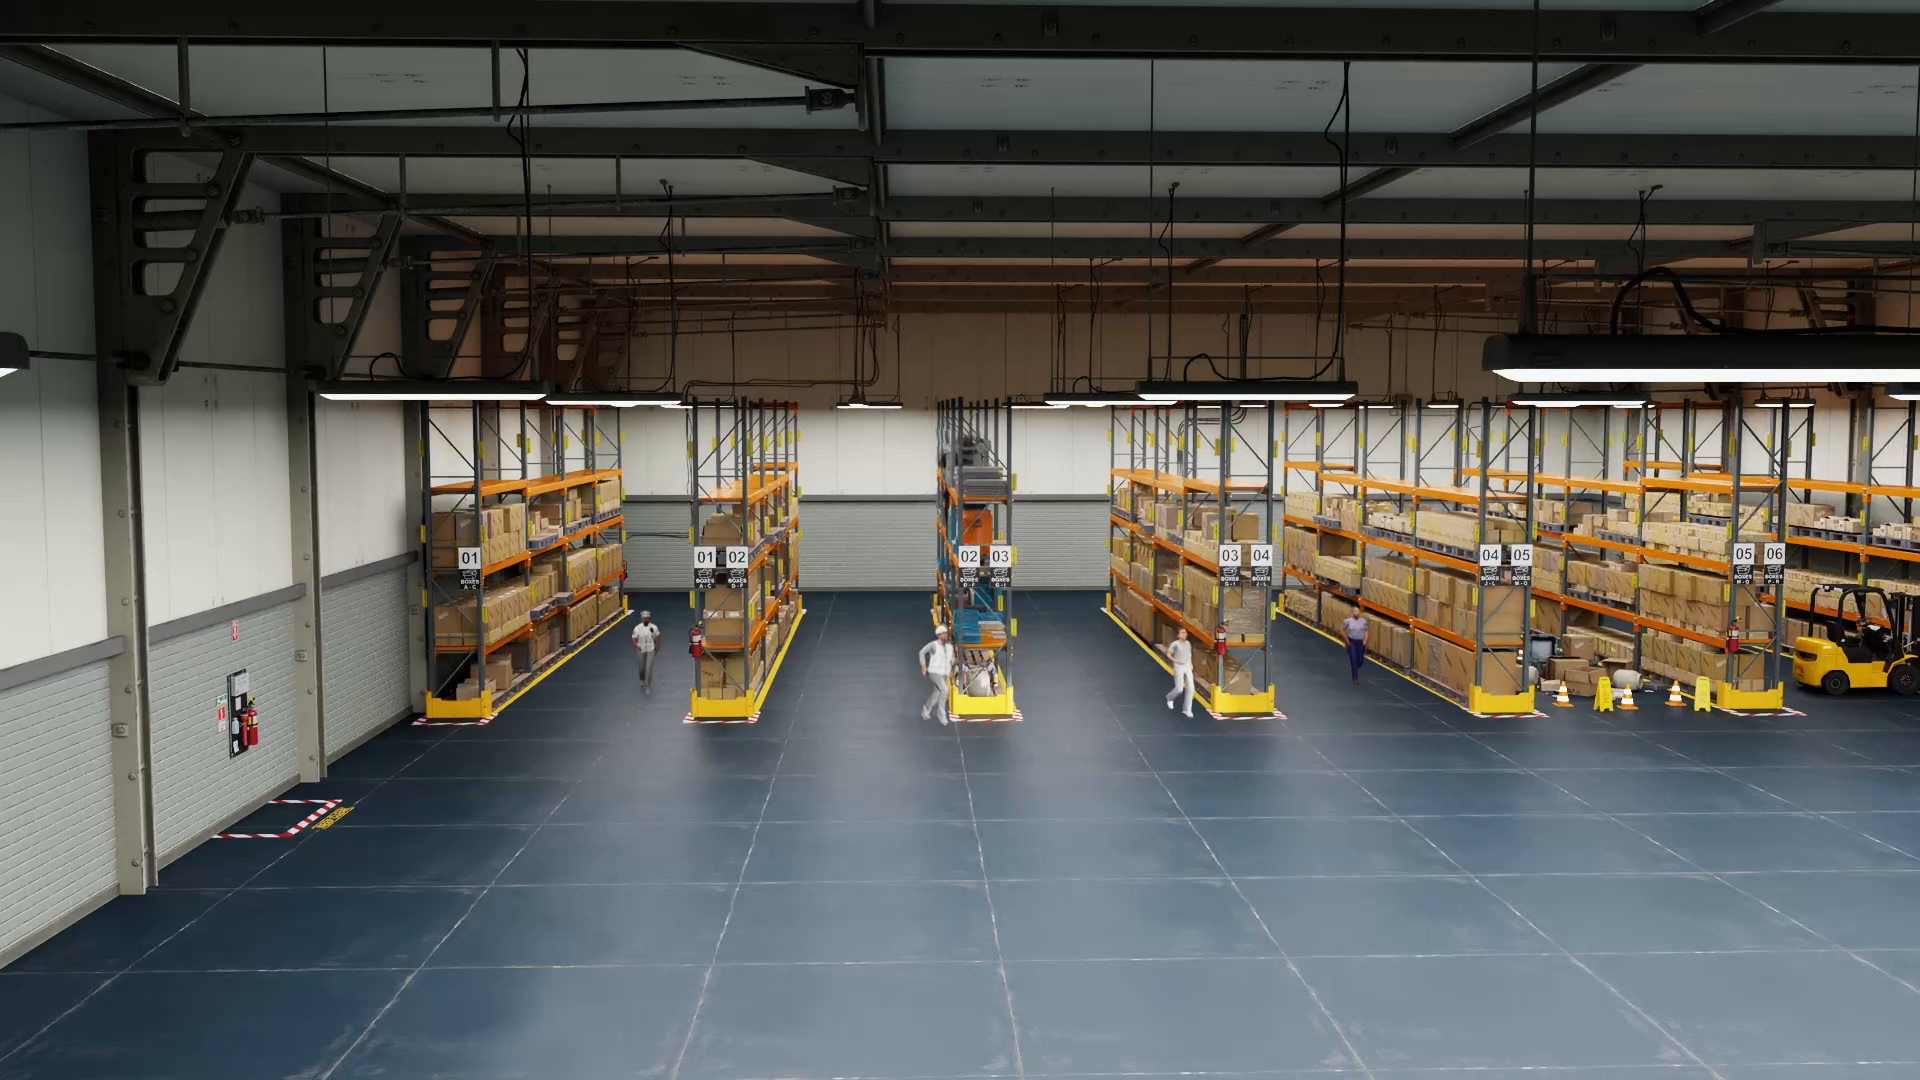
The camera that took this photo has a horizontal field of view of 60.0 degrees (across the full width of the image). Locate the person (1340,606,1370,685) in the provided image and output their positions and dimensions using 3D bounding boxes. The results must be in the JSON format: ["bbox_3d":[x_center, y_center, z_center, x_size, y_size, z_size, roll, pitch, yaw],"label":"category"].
[{"bbox_3d":[8.359,2.212,35.190,0.617,1.633,0.709,0,4,-2],"label":"person"}]

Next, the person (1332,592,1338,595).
[{"bbox_3d":[11.262,1.093,49.020,0.729,1.737,0.692,-1,4,-7],"label":"person"}]

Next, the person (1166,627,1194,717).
[{"bbox_3d":[4.169,2.477,31.439,0.577,1.667,0.770,-2,5,-23],"label":"person"}]

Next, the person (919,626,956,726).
[{"bbox_3d":[-0.349,2.472,30.664,0.632,1.761,0.776,-4,6,-44],"label":"person"}]

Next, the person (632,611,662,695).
[{"bbox_3d":[-6.385,2.275,33.904,0.601,1.696,0.726,-1,4,-10],"label":"person"}]
